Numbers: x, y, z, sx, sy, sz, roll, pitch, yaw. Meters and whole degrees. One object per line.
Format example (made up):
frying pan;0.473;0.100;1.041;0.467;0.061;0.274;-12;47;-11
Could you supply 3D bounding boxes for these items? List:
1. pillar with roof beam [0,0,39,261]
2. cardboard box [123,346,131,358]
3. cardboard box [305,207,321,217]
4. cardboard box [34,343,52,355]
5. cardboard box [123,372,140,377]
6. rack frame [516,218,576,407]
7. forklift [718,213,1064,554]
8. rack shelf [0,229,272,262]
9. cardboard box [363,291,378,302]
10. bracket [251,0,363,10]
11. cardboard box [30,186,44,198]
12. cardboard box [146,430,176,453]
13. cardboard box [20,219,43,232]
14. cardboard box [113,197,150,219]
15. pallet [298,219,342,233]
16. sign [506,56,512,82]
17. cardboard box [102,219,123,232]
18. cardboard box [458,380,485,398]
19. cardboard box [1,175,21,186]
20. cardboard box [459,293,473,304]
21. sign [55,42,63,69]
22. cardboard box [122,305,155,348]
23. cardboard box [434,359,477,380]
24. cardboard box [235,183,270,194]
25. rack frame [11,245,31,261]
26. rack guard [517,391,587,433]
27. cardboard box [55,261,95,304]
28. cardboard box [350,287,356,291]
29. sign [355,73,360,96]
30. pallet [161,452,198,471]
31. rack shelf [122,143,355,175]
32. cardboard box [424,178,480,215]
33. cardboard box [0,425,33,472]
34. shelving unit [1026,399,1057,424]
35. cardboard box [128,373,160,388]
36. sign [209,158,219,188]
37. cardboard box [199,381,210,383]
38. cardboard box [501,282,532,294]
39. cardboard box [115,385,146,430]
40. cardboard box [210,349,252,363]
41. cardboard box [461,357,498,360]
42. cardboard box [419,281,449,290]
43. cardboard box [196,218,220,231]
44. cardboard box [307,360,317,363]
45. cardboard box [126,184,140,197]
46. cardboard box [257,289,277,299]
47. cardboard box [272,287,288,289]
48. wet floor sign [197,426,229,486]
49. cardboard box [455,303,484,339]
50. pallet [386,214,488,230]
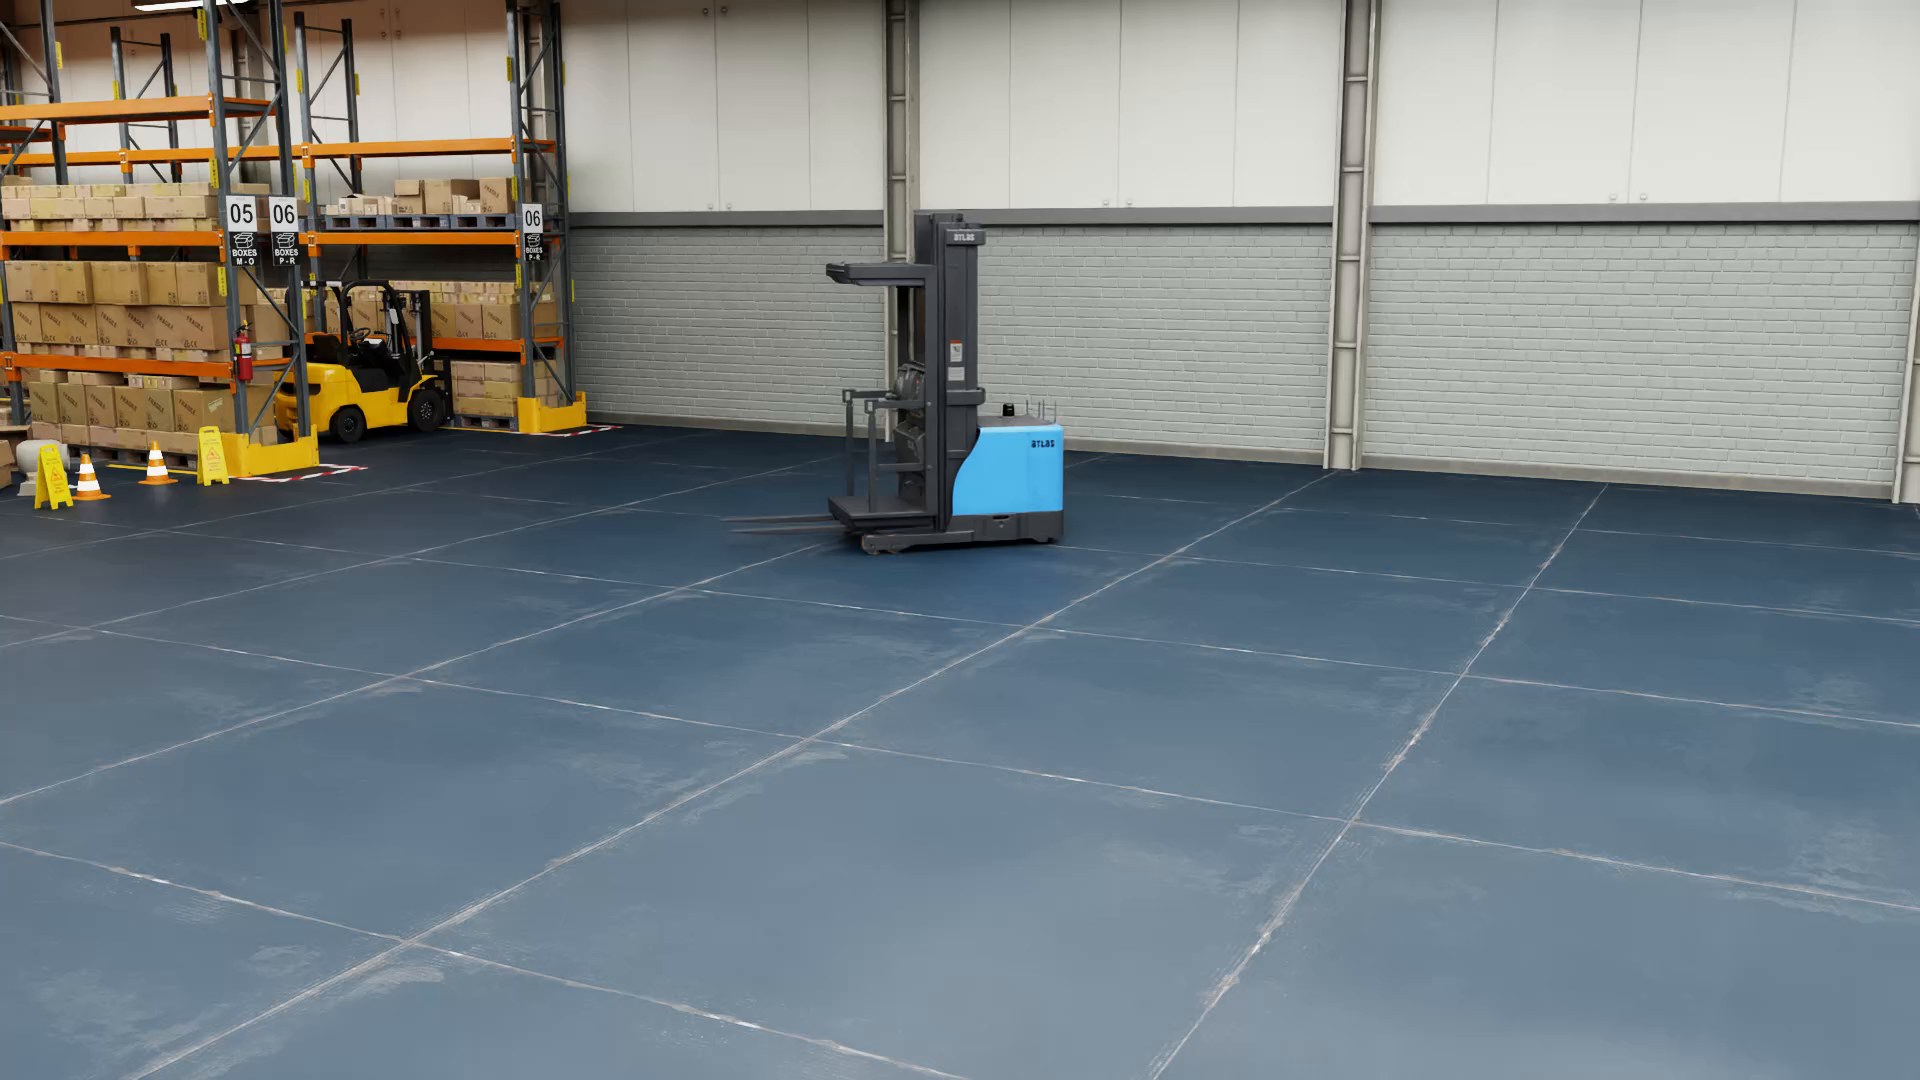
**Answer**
pillar with roof beam;-18.820;-6.502;25.886;0.548;9.000;9.100;5;11;26
cardboard box;-9.913;-2.295;20.193;0.250;0.149;0.380;5;11;26
cardboard box;-10.189;-5.114;25.889;0.250;0.149;0.380;5;11;26
cardboard box;-11.318;-2.404;20.794;0.250;0.149;0.380;5;12;27
cardboard box;-13.577;-2.699;27.559;0.500;0.500;0.500;5;12;27
rack frame;-5.928;-3.093;23.896;0.127;3.000;1.000;5;11;26
forklift;-0.633;-1.422;14.857;3.031;2.935;1.130;-3;11;-15
rack shelf;-9.914;-3.579;20.182;4.000;0.370;1.077;5;11;26
cardboard box;-8.678;-3.642;24.827;0.250;0.149;0.380;5;12;27
bracket;-8.993;-8.194;25.129;4.783;0.066;0.076;5;11;26
cardboard box;-11.091;-4.245;20.304;0.250;0.149;0.380;5;11;24
cardboard box;-9.426;-1.216;20.069;0.500;0.250;0.500;5;11;26
cardboard box;-11.328;-3.874;20.493;0.250;0.149;0.380;5;11;26
cardboard box;-9.617;-3.926;19.661;0.500;0.250;0.500;5;12;27
pallet;-10.312;-4.857;25.760;1.217;0.209;0.805;5;11;24
sign;-6.181;-6.458;22.799;0.005;0.325;0.100;5;11;26
cardboard box;-9.962;-3.749;19.807;0.250;0.149;0.380;5;11;25
cardboard box;-6.948;-2.222;24.223;0.500;0.250;0.500;5;11;25
cardboard box;-12.284;-4.495;21.060;0.500;0.250;0.500;5;12;27
cardboard box;-7.028;-3.511;24.103;0.250;0.149;0.380;5;11;25
sign;-11.451;-6.151;21.102;0.005;0.325;0.100;5;11;26
cardboard box;-9.624;-2.574;19.915;0.500;0.500;0.500;5;11;26
cardboard box;-7.396;-2.502;24.368;0.500;0.250;0.500;5;11;27
cardboard box;-8.349;-4.105;19.533;0.250;0.149;0.380;5;11;25
rack frame;-16.689;-4.038;29.121;0.127;3.000;1.000;5;11;26
rack guard;-5.906;-1.861;24.108;0.348;0.500;1.175;5;11;26
cardboard box;-10.523;-3.146;20.264;0.500;0.500;0.700;5;11;25
cardboard box;-9.078;-3.847;25.125;0.250;0.149;0.380;5;11;27
sign;-9.247;-6.984;25.485;0.005;0.325;0.100;5;11;26
pallet;-8.902;-1.003;20.181;1.213;0.211;1.003;5;11;26
rack shelf;-11.309;-5.967;26.074;4.000;0.370;1.077;5;11;26
cardboard box;-7.307;-4.966;24.086;0.500;0.500;0.700;5;11;26
cardboard box;-11.349;-1.084;19.811;0.500;0.500;0.500;-4;11;-23
shelving unit;0.775;-0.735;15.921;0.189;1.200;0.258;-6;12;-29
cardboard box;-9.773;-1.923;20.045;0.250;0.149;0.380;6;12;28
sign;-8.384;-4.124;18.687;0.005;0.325;0.100;5;11;26
cardboard box;-9.661;-1.713;20.709;0.500;0.500;0.500;5;12;27
cardboard box;-6.342;-3.602;23.773;0.250;0.149;0.380;5;11;26
cardboard box;-9.874;-1.625;20.224;0.500;0.500;0.500;5;11;24
cardboard box;-8.551;-2.171;19.511;0.250;0.149;0.380;5;12;28
cardboard box;-7.169;-2.586;24.832;0.500;0.250;0.500;5;11;25
cardboard box;-7.721;-3.722;24.436;0.250;0.149;0.380;5;11;27
cardboard box;-8.565;-3.636;19.178;0.250;0.149;0.380;5;11;26
cardboard box;-9.988;-2.485;26.029;0.625;0.625;0.875;6;12;28
cardboard box;-9.650;-4.141;19.732;0.250;0.149;0.380;5;11;24
cardboard box;-10.650;-3.812;25.771;0.250;0.149;0.380;5;11;24
cardboard box;-10.855;-3.947;26.515;0.250;0.149;0.380;5;11;25
wet floor sign;-8.424;-0.955;18.697;0.267;0.644;0.232;-10;14;-43
cardboard box;-6.947;-3.181;24.104;0.500;0.500;0.500;5;12;28
pallet;-7.649;-4.681;24.498;1.213;0.211;1.003;5;11;26
